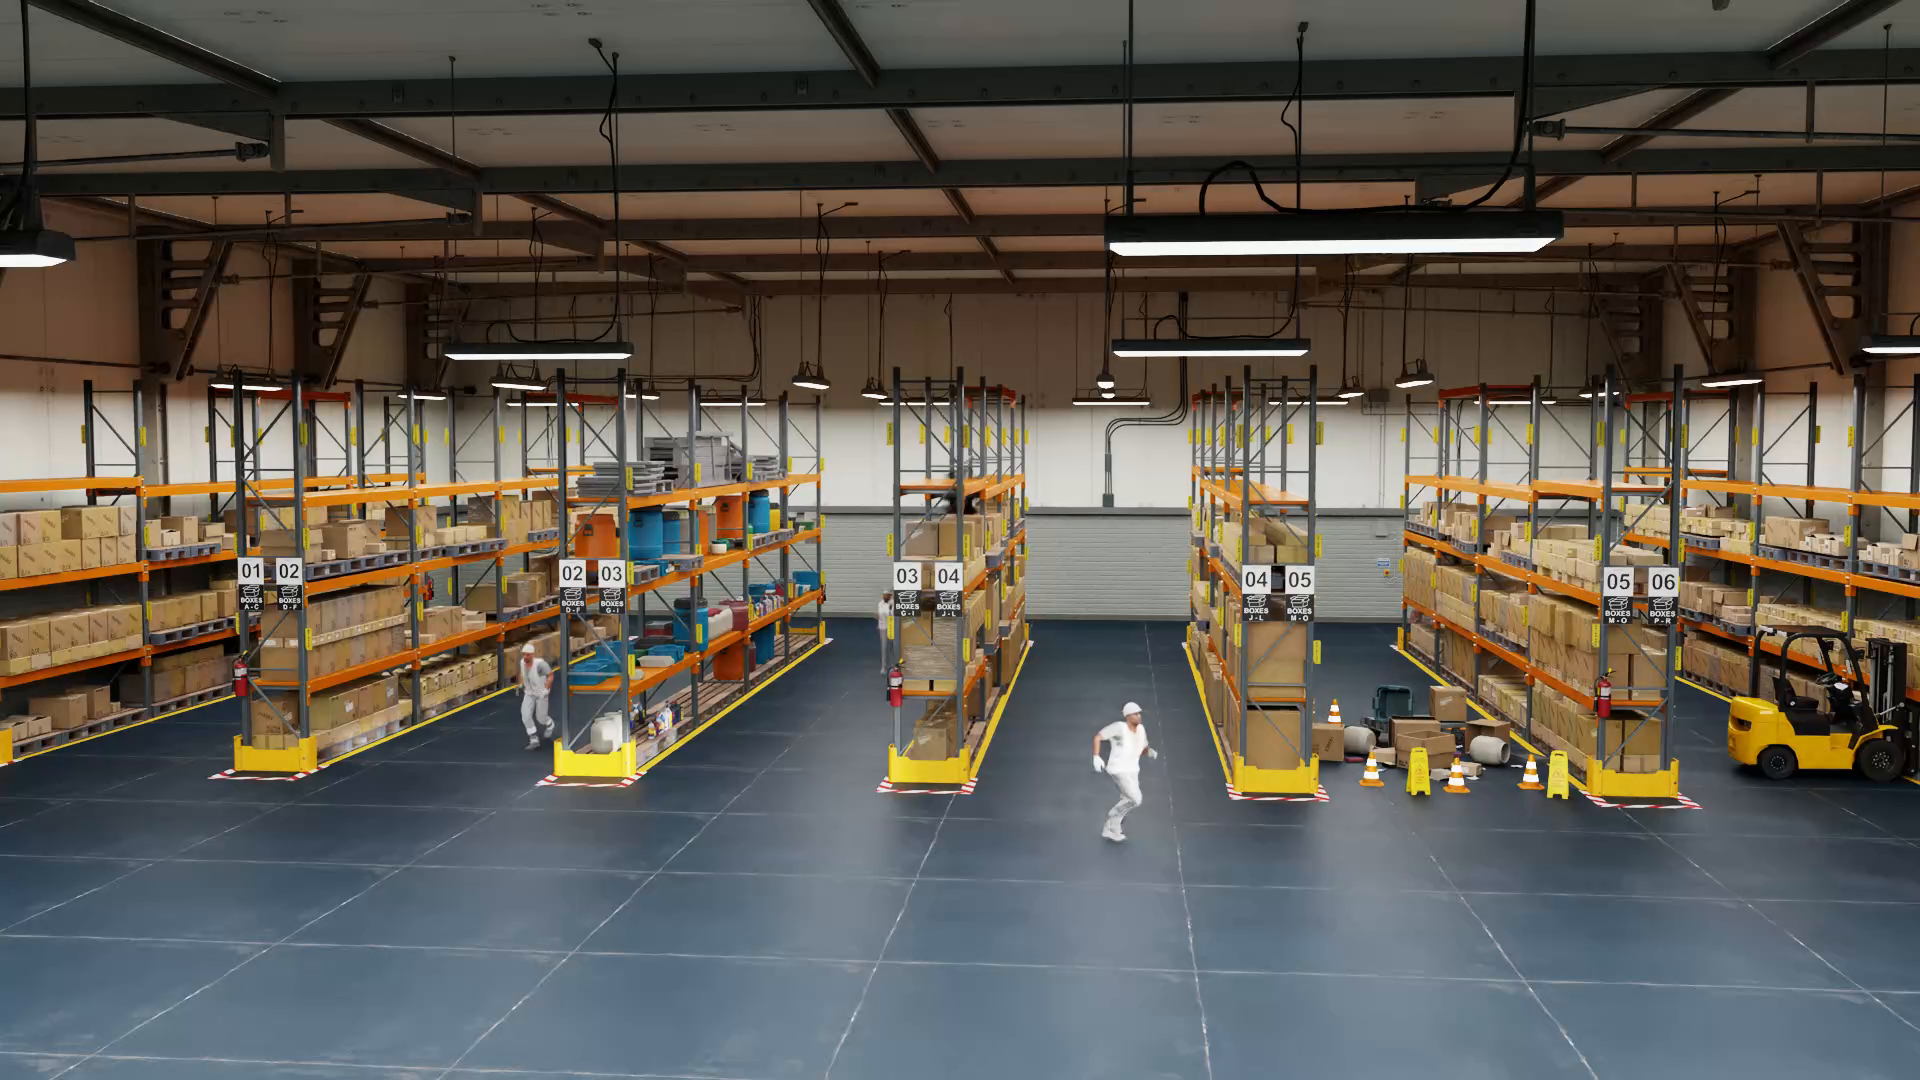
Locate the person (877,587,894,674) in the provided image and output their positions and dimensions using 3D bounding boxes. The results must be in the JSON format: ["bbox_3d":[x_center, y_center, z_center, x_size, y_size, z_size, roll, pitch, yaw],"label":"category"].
[{"bbox_3d":[-1.410,1.802,33.067,0.573,1.738,0.792,1,4,14],"label":"person"}]

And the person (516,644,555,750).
[{"bbox_3d":[-6.786,2.499,26.822,0.642,1.722,0.948,1,4,16],"label":"person"}]

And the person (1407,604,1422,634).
[{"bbox_3d":[11.111,1.691,40.203,0.794,1.666,0.603,2,4,30],"label":"person"}]

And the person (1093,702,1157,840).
[{"bbox_3d":[2.064,2.856,20.430,0.730,1.724,0.716,-3,5,-45],"label":"person"}]
